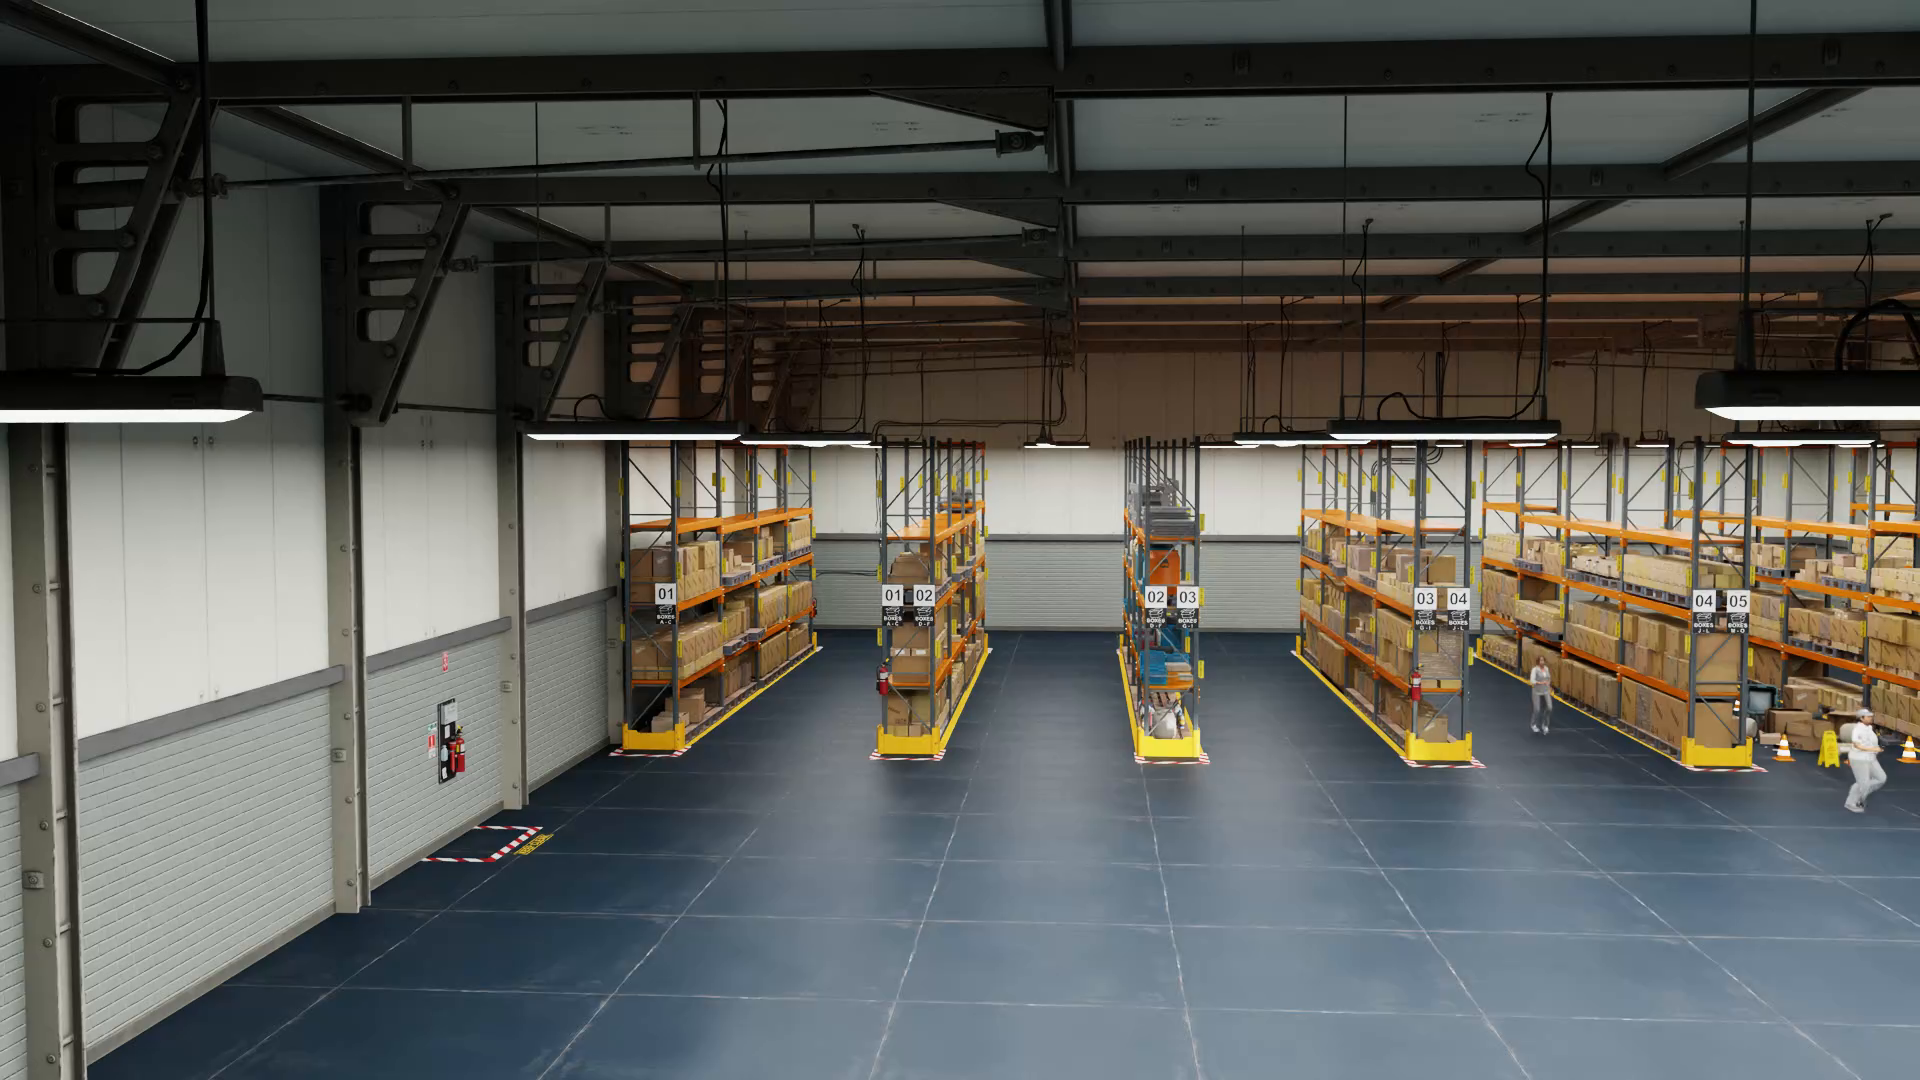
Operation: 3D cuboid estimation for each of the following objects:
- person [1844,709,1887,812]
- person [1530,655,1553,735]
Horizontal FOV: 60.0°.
[{"bbox_3d":[14.327,3.485,26.305,0.661,1.639,0.570,-3,4,-42],"label":"person"},{"bbox_3d":[11.742,3.126,33.561,0.508,1.611,0.672,0,3,-3],"label":"person"}]
